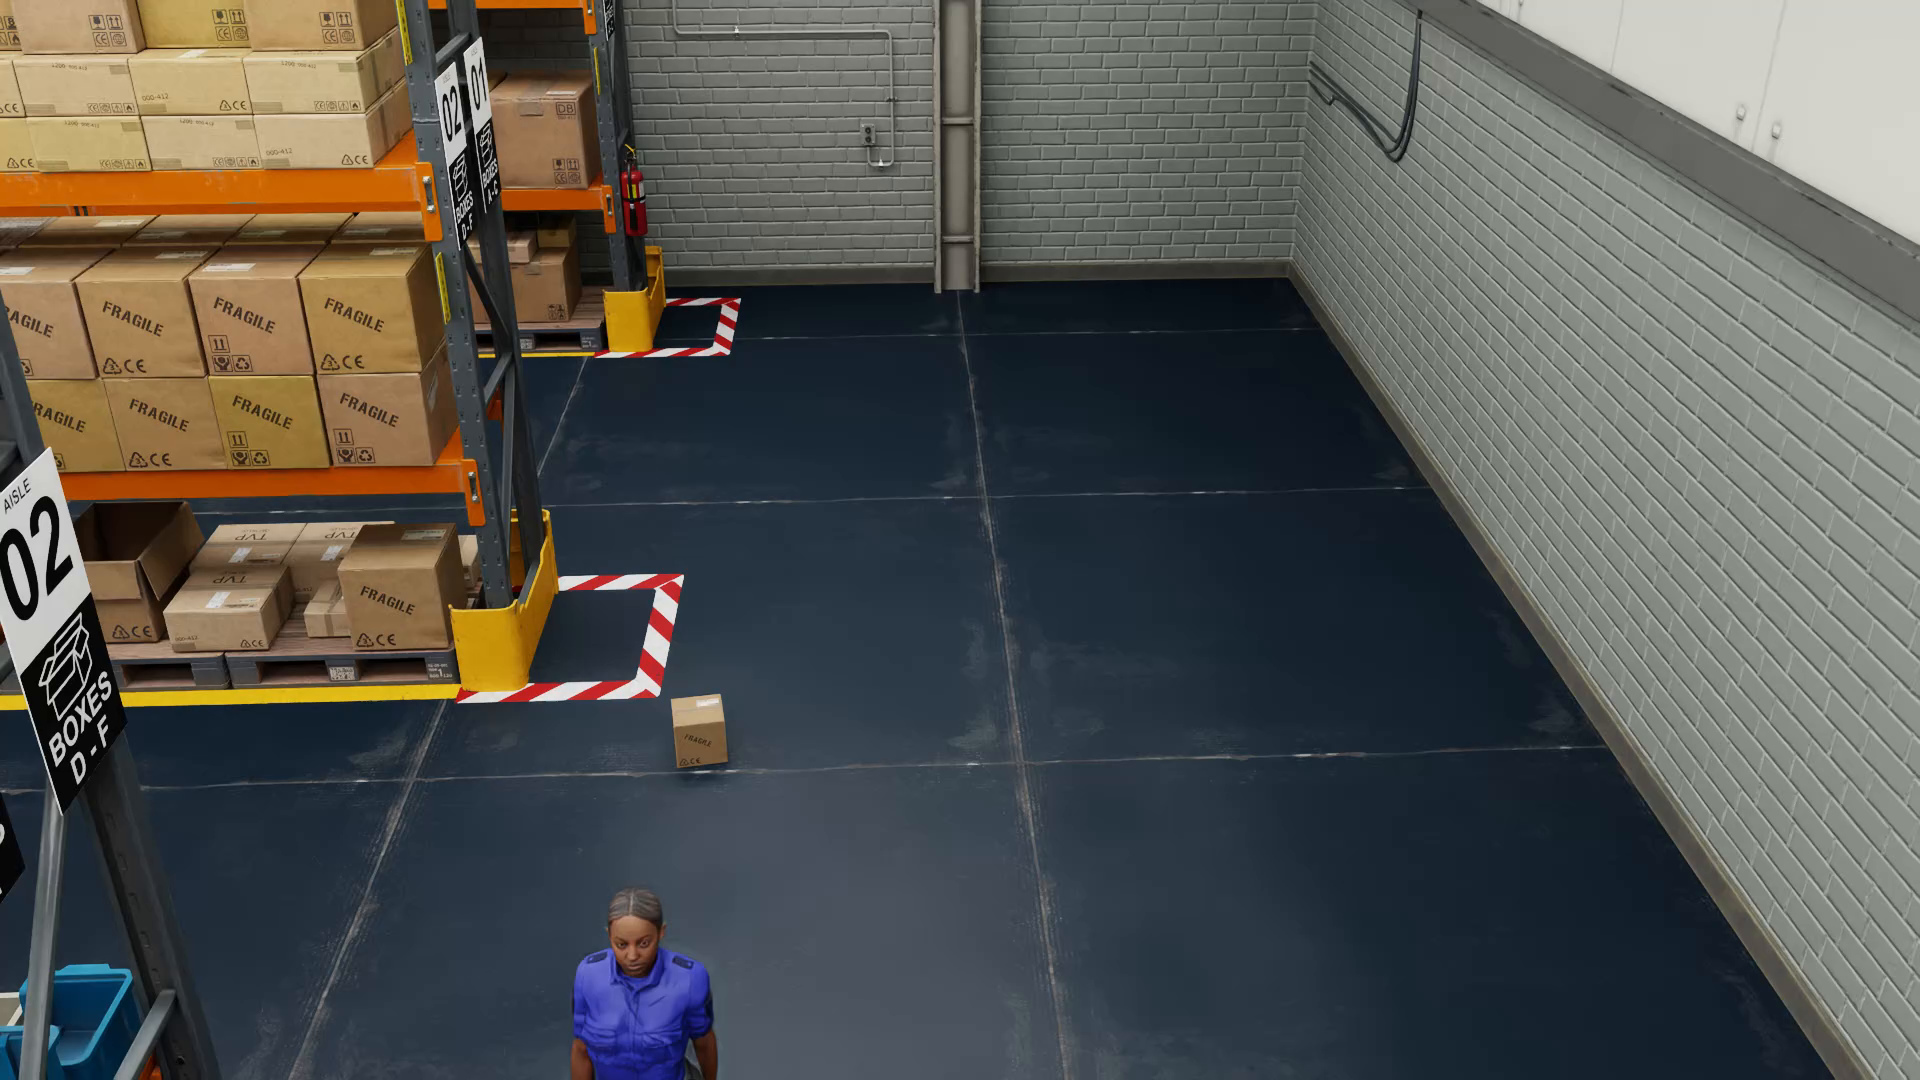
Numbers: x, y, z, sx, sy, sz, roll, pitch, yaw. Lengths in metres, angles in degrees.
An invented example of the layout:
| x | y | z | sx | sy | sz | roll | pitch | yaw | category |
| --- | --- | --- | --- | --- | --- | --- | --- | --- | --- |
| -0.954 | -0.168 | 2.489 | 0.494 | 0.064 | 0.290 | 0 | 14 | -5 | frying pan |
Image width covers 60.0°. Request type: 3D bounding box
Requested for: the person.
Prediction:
| x | y | z | sx | sy | sz | roll | pitch | yaw | category |
| --- | --- | --- | --- | --- | --- | --- | --- | --- | --- |
| -0.979 | 1.752 | 5.269 | 0.438 | 1.611 | 0.888 | 3 | 28 | 6 | person |
